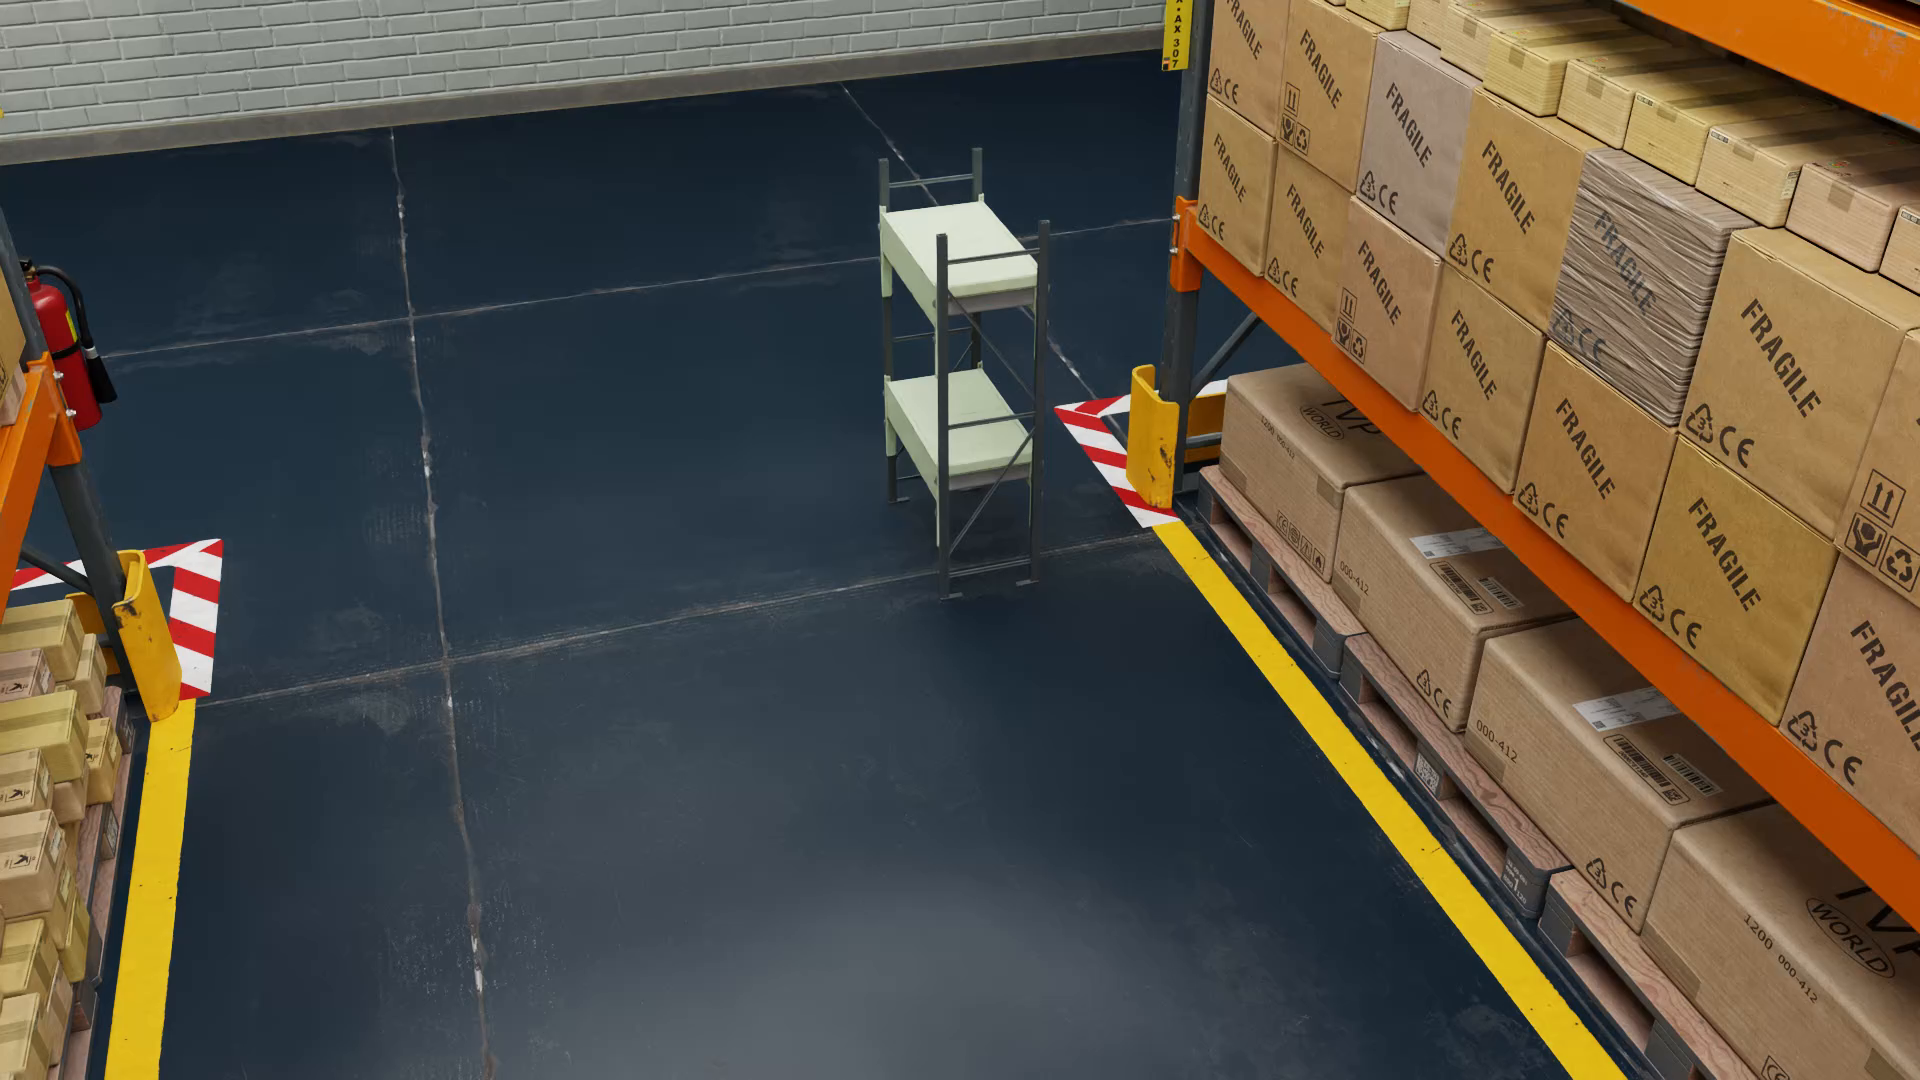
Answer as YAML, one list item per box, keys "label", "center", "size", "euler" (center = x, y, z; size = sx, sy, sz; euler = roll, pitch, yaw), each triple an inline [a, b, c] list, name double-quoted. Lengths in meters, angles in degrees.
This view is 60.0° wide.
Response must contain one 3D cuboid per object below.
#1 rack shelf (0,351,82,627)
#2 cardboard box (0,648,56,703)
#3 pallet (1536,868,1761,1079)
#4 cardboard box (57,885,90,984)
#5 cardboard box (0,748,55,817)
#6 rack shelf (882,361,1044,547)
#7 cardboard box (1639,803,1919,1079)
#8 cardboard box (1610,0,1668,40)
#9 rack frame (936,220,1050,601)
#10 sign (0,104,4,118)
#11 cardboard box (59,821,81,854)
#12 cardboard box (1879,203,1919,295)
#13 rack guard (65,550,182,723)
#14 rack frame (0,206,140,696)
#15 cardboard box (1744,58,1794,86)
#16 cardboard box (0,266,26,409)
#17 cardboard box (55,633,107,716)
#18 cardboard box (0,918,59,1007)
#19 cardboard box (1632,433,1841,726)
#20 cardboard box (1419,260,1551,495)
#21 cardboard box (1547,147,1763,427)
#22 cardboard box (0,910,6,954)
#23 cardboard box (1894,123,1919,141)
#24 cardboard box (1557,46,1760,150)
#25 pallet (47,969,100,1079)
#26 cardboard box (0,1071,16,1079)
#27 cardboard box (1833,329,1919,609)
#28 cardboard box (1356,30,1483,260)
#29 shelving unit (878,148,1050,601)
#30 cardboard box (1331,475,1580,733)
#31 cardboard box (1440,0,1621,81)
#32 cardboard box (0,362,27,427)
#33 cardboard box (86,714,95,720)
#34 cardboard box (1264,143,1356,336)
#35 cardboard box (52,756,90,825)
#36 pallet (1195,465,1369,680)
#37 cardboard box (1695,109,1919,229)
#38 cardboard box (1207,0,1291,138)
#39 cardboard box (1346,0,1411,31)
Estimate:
- label: "rack shelf"
  center: [-2.760, 0.689, 3.639]
  size: [1.077, 0.370, 4.000]
  euler: [-10, 35, -15]
- label: "cardboard box"
  center: [-2.945, 0.482, 4.966]
  size: [0.380, 0.149, 0.250]
  euler: [-9, 35, -14]
- label: "pallet"
  center: [2.376, 1.304, 4.585]
  size: [1.003, 0.211, 1.213]
  euler: [-10, 35, -15]
- label: "cardboard box"
  center: [-2.612, 1.116, 4.545]
  size: [0.380, 0.149, 0.250]
  euler: [-12, 35, -17]
- label: "cardboard box"
  center: [-2.726, 0.743, 4.570]
  size: [0.380, 0.149, 0.250]
  euler: [-11, 35, -17]
- label: "rack shelf"
  center: [0.002, -0.350, 6.511]
  size: [0.431, 0.370, 0.720]
  euler: [-10, 35, -15]
- label: "cardboard box"
  center: [2.444, 1.099, 4.309]
  size: [0.875, 0.438, 0.875]
  euler: [-11, 35, -15]
- label: "cardboard box"
  center: [2.055, -1.461, 4.654]
  size: [0.380, 0.149, 0.250]
  euler: [-9, 35, -14]
- label: "rack frame"
  center: [0.114, -0.430, 6.040]
  size: [0.400, 1.500, 0.023]
  euler: [-10, 35, -15]
- label: "sign"
  center: [-2.835, -1.359, 4.749]
  size: [0.100, 0.325, 0.005]
  euler: [-10, 35, -15]
- label: "cardboard box"
  center: [-2.837, 0.865, 4.925]
  size: [0.380, 0.149, 0.250]
  euler: [-10, 35, -15]
- label: "cardboard box"
  center: [2.093, -0.574, 3.311]
  size: [0.380, 0.149, 0.250]
  euler: [-10, 35, -15]
- label: "rack guard"
  center: [-3.347, 0.421, 5.659]
  size: [1.175, 0.500, 0.348]
  euler: [-10, 35, -15]
- label: "rack frame"
  center: [-3.370, -0.661, 5.030]
  size: [1.000, 3.000, 0.127]
  euler: [-10, 35, -15]
- label: "cardboard box"
  center: [2.238, -1.188, 4.242]
  size: [0.380, 0.149, 0.250]
  euler: [-10, 35, -15]
- label: "cardboard box"
  center: [-2.988, -0.635, 4.629]
  size: [0.500, 0.500, 0.500]
  euler: [-9, 35, -14]
- label: "cardboard box"
  center: [-2.937, 0.458, 5.271]
  size: [0.380, 0.149, 0.250]
  euler: [-11, 35, -16]
- label: "cardboard box"
  center: [-2.546, 1.138, 4.242]
  size: [0.380, 0.149, 0.250]
  euler: [-8, 34, -12]
- label: "cardboard box"
  center: [1.987, 0.042, 3.875]
  size: [0.500, 0.500, 0.500]
  euler: [-11, 35, -16]
- label: "cardboard box"
  center: [1.674, -0.497, 4.691]
  size: [0.500, 0.500, 0.500]
  euler: [-9, 34, -13]
- label: "cardboard box"
  center: [1.816, -0.640, 4.001]
  size: [0.500, 0.500, 0.500]
  euler: [-10, 35, -14]
- label: "cardboard box"
  center: [-2.617, 1.031, 4.134]
  size: [0.380, 0.149, 0.250]
  euler: [-11, 35, -16]
- label: "cardboard box"
  center: [2.402, -0.930, 3.850]
  size: [0.380, 0.149, 0.250]
  euler: [-11, 35, -16]
- label: "cardboard box"
  center: [1.718, -1.093, 4.097]
  size: [0.380, 0.149, 0.250]
  euler: [-10, 35, -15]
- label: "pallet"
  center: [-2.764, 1.614, 4.116]
  size: [1.003, 0.211, 1.213]
  euler: [-10, 35, -15]
- label: "cardboard box"
  center: [-2.384, 1.411, 3.828]
  size: [0.380, 0.149, 0.250]
  euler: [-10, 35, -15]
- label: "cardboard box"
  center: [2.127, -0.107, 3.193]
  size: [0.500, 0.500, 0.500]
  euler: [-10, 35, -15]
- label: "cardboard box"
  center: [1.517, -1.167, 4.797]
  size: [0.500, 0.500, 0.500]
  euler: [-10, 35, -15]
- label: "shelving unit"
  center: [0.002, -0.622, 6.331]
  size: [0.431, 1.500, 0.755]
  euler: [-10, 35, -15]
- label: "cardboard box"
  center: [1.897, 0.156, 5.737]
  size: [0.875, 0.438, 0.875]
  euler: [-9, 35, -13]
- label: "cardboard box"
  center: [1.540, -1.360, 4.501]
  size: [0.380, 0.149, 0.250]
  euler: [-10, 35, -14]
- label: "cardboard box"
  center: [-3.001, -0.433, 4.912]
  size: [0.380, 0.149, 0.250]
  euler: [-10, 35, -15]
- label: "cardboard box"
  center: [-3.011, 0.594, 5.335]
  size: [0.380, 0.149, 0.250]
  euler: [-9, 35, -14]
- label: "cardboard box"
  center: [1.367, -1.027, 5.493]
  size: [0.500, 0.500, 0.500]
  euler: [-10, 35, -15]
- label: "cardboard box"
  center: [-2.777, 0.730, 4.859]
  size: [0.380, 0.149, 0.250]
  euler: [-11, 35, -17]
- label: "pallet"
  center: [1.632, 0.023, 6.523]
  size: [1.003, 0.211, 1.213]
  euler: [-10, 35, -15]
- label: "cardboard box"
  center: [1.888, -0.829, 3.698]
  size: [0.380, 0.149, 0.250]
  euler: [-10, 35, -15]
- label: "cardboard box"
  center: [1.189, -1.706, 5.613]
  size: [0.500, 0.500, 0.500]
  euler: [-11, 35, -16]
- label: "cardboard box"
  center: [1.374, -1.627, 4.905]
  size: [0.380, 0.149, 0.250]
  euler: [-11, 35, -16]
